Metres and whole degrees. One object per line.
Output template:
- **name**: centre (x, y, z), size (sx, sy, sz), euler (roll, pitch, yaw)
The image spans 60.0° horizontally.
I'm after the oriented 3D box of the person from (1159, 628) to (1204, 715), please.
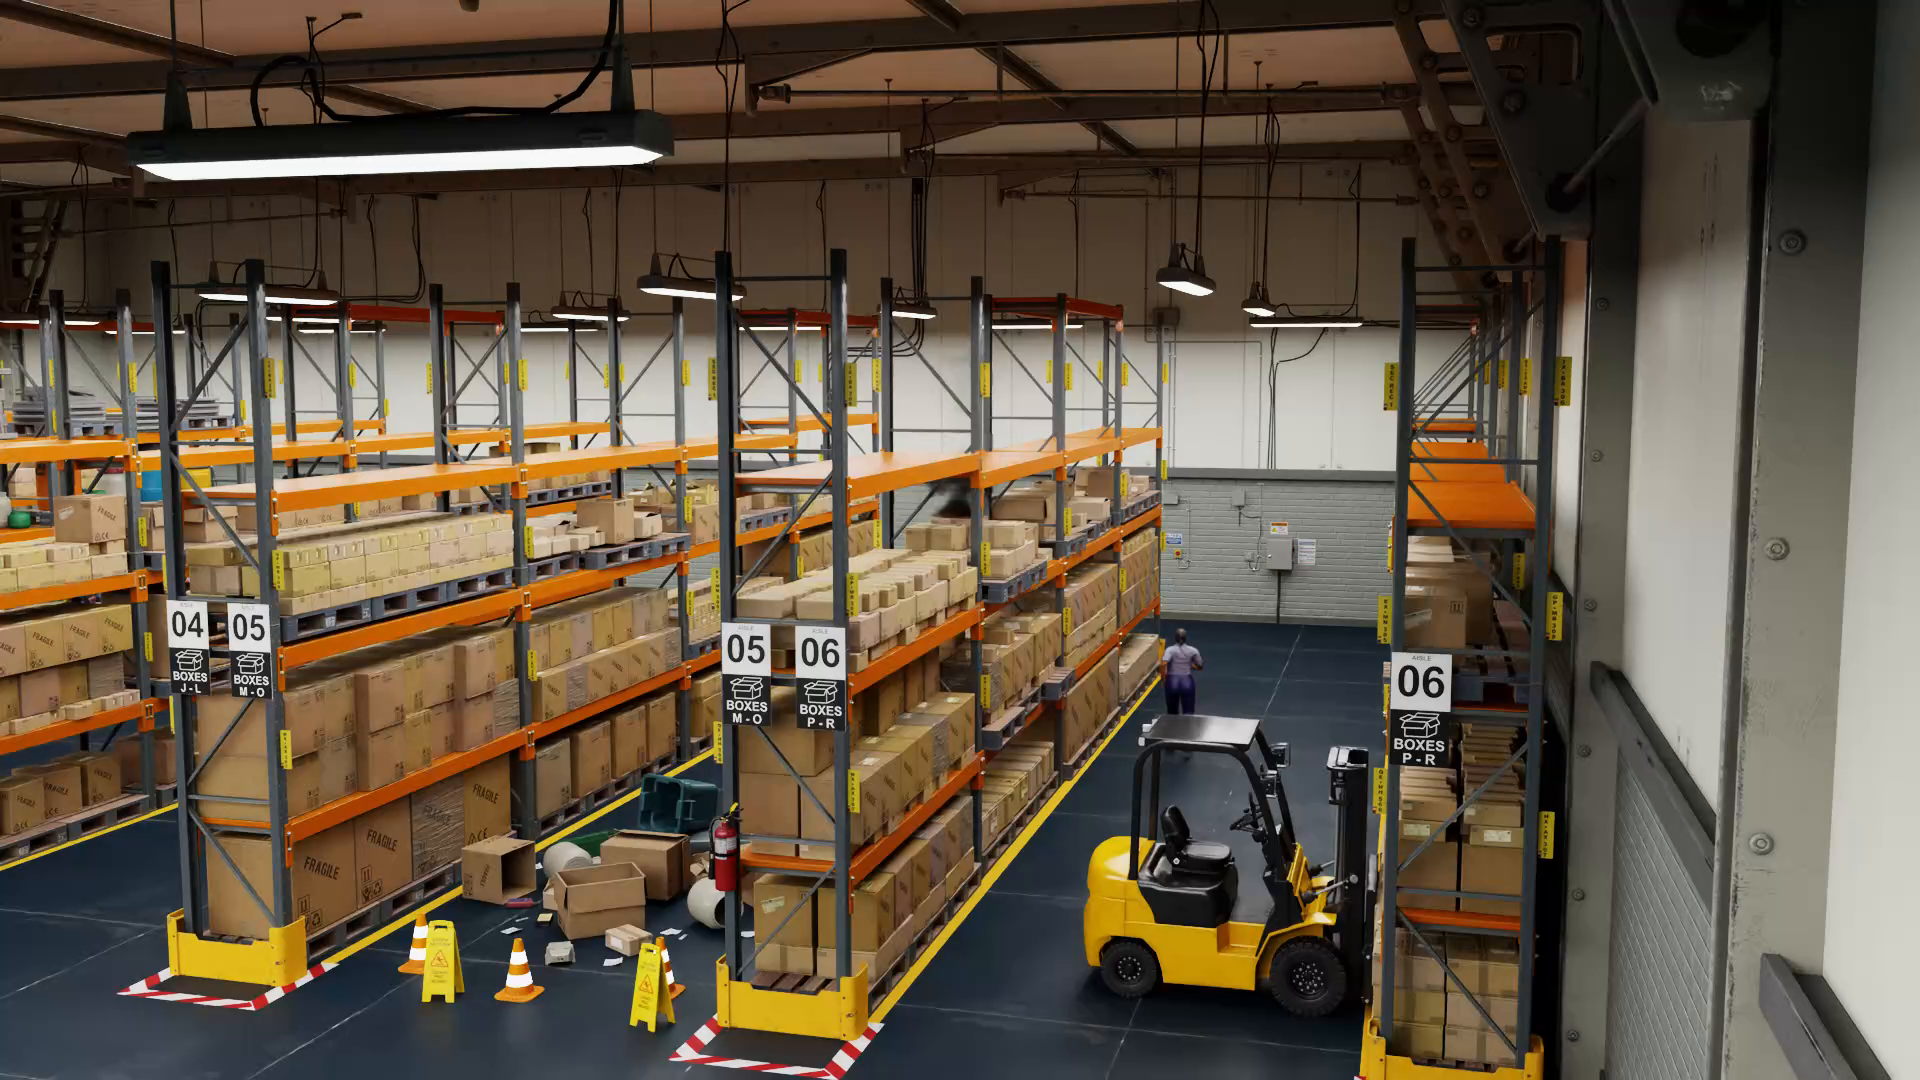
- **person**: centre (2.956, 1.993, 22.251), size (0.614, 1.634, 0.852), euler (0, 6, 0)
